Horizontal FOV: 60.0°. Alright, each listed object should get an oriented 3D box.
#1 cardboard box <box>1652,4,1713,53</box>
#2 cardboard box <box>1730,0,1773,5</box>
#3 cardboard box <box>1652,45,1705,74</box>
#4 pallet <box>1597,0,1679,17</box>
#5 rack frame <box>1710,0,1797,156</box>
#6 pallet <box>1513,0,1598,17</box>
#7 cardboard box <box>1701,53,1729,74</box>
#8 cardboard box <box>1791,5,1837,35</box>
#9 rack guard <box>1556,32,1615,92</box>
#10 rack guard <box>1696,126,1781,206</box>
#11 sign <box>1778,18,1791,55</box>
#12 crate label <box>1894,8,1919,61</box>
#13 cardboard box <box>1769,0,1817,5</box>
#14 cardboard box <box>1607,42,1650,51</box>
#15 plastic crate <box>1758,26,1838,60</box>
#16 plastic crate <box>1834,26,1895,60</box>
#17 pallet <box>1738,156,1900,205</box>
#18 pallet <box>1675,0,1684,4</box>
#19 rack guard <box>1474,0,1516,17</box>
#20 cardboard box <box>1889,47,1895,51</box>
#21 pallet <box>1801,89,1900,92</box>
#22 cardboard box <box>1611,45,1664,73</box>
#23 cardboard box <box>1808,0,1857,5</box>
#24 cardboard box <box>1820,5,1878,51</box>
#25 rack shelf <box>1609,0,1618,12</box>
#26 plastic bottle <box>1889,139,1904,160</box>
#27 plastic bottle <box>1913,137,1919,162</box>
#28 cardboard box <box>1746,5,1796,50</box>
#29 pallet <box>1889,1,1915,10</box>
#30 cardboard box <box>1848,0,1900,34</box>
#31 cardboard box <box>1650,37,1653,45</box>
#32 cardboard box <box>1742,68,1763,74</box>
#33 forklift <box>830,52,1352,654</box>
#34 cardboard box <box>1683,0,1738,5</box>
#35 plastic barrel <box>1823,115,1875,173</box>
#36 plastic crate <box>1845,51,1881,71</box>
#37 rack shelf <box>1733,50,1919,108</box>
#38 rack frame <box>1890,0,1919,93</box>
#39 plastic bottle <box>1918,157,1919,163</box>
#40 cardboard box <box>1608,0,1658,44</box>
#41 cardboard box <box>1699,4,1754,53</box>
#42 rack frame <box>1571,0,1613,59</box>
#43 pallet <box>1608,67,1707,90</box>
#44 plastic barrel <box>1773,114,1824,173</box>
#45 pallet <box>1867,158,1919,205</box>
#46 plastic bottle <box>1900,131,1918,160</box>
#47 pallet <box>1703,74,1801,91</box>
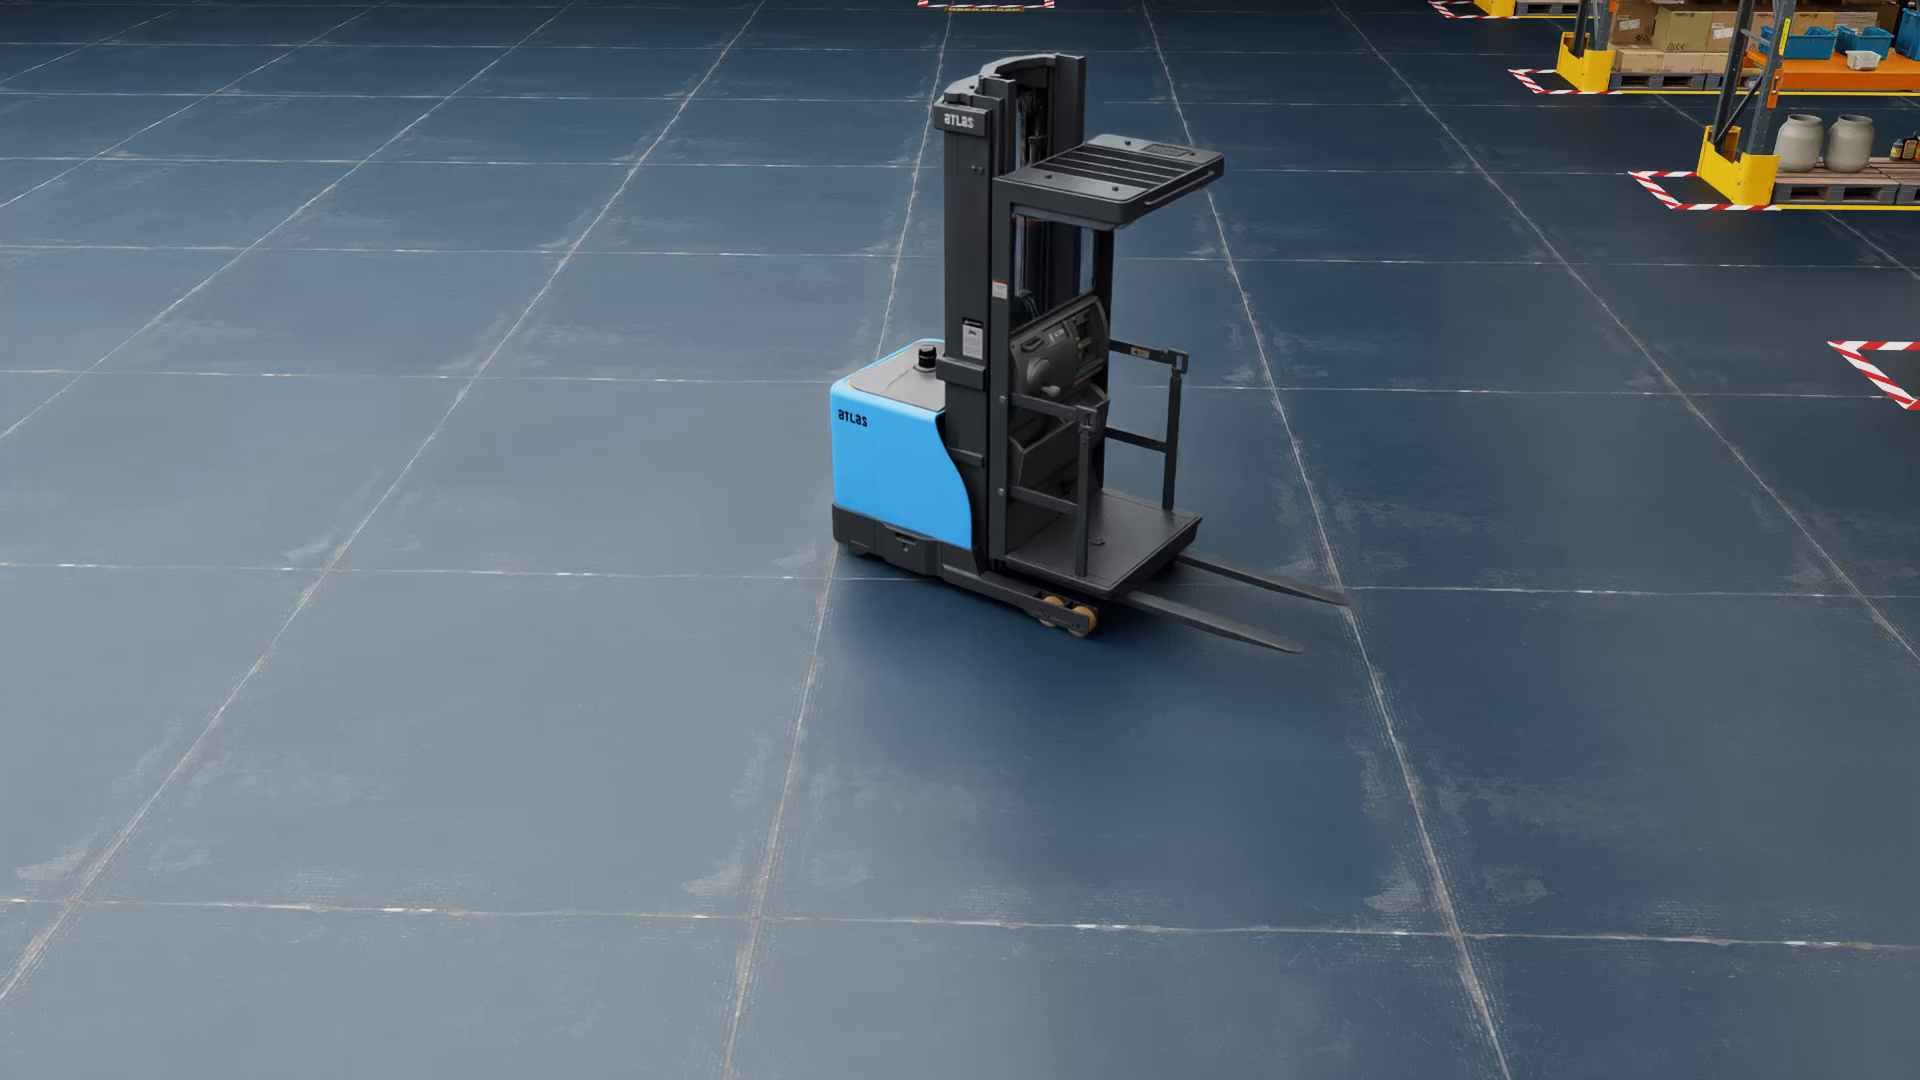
[{"bbox_3d":[9.033,-6.400,20.807,0.500,0.500,0.500,1,28,2],"label":"cardboard box"},{"bbox_3d":[10.051,-6.632,21.245,0.500,0.500,0.500,1,28,2],"label":"cardboard box"},{"bbox_3d":[9.033,-6.069,20.984,0.500,0.250,0.500,1,28,2],"label":"cardboard box"},{"bbox_3d":[10.279,-8.252,25.591,1.213,0.211,1.003,1,28,2],"label":"pallet"},{"bbox_3d":[7.827,-4.900,16.290,0.127,3.000,1.000,1,28,2],"label":"rack frame"},{"bbox_3d":[9.063,-8.273,25.632,1.213,0.211,1.003,1,28,2],"label":"pallet"},{"bbox_3d":[9.533,-6.061,20.968,0.500,0.250,0.500,1,28,2],"label":"cardboard box"},{"bbox_3d":[10.532,-6.379,20.768,0.500,0.500,0.500,1,28,2],"label":"cardboard box"},{"bbox_3d":[7.981,-6.114,21.250,0.348,0.500,1.175,1,28,2],"label":"rack guard"},{"bbox_3d":[7.904,-3.816,16.915,0.348,0.500,1.175,1,28,2],"label":"rack guard"},{"bbox_3d":[7.803,-4.764,15.740,0.005,0.325,0.100,1,28,2],"label":"sign"},{"bbox_3d":[9.676,-5.011,16.463,0.616,0.435,0.502,1,28,2],"label":"crate label"},{"bbox_3d":[10.551,-6.625,21.231,0.500,0.500,0.500,1,28,2],"label":"cardboard box"},{"bbox_3d":[8.552,-6.318,21.453,0.500,0.250,0.500,1,28,2],"label":"cardboard box"},{"bbox_3d":[8.337,-4.966,16.573,0.616,0.251,0.499,1,28,2],"label":"plastic crate"},{"bbox_3d":[8.986,-4.952,16.548,0.408,0.251,0.499,1,28,2],"label":"plastic crate"},{"bbox_3d":[8.716,-3.672,16.952,1.213,0.211,1.003,1,28,2],"label":"pallet"},{"bbox_3d":[11.501,-8.233,25.556,1.213,0.211,1.003,1,28,2],"label":"pallet"},{"bbox_3d":[8.252,-8.431,25.621,0.348,0.500,1.175,1,28,2],"label":"rack guard"},{"bbox_3d":[11.532,-6.028,20.906,0.500,0.250,0.500,1,28,2],"label":"cardboard box"},{"bbox_3d":[11.209,-5.953,21.254,1.213,0.211,1.003,1,28,2],"label":"pallet"},{"bbox_3d":[8.533,-6.076,20.996,0.500,0.250,0.500,1,28,2],"label":"cardboard box"},{"bbox_3d":[11.050,-6.613,21.208,0.500,0.500,0.500,1,28,2],"label":"cardboard box"},{"bbox_3d":[11.032,-6.373,20.756,0.500,0.500,0.500,1,28,2],"label":"cardboard box"},{"bbox_3d":[10.004,-6.867,20.770,4.000,0.370,1.077,1,28,2],"label":"rack shelf"},{"bbox_3d":[9.678,-4.032,17.172,0.097,0.201,0.097,0,28,0],"label":"plastic bottle"},{"bbox_3d":[9.928,-4.048,17.123,0.135,0.276,0.152,1,28,2],"label":"plastic bottle"},{"bbox_3d":[10.032,-6.381,20.771,0.500,0.500,0.500,1,28,2],"label":"cardboard box"},{"bbox_3d":[14.174,-8.208,25.508,1.213,0.211,1.003,1,28,2],"label":"pallet"},{"bbox_3d":[11.550,-6.608,21.200,0.500,0.500,0.500,1,28,2],"label":"cardboard box"},{"bbox_3d":[9.052,-6.315,21.448,0.500,0.250,0.500,1,28,2],"label":"cardboard box"},{"bbox_3d":[10.032,-6.050,20.948,0.500,0.250,0.500,1,28,2],"label":"cardboard box"},{"bbox_3d":[0.726,-1.041,9.085,3.031,2.935,1.130,18,33,30],"label":"forklift"},{"bbox_3d":[9.552,-6.641,21.261,0.500,0.500,0.500,1,28,2],"label":"cardboard box"},{"bbox_3d":[8.988,-4.002,16.806,0.421,0.512,0.421,0,28,0],"label":"plastic barrel"},{"bbox_3d":[8.710,-4.618,16.040,0.250,0.136,0.298,1,28,2],"label":"plastic crate"},{"bbox_3d":[9.825,-4.549,16.396,4.000,0.370,1.077,1,28,2],"label":"rack shelf"},{"bbox_3d":[12.003,-7.152,20.539,0.127,3.000,1.000,1,28,2],"label":"rack frame"},{"bbox_3d":[9.925,-4.002,17.027,0.133,0.283,0.061,1,28,2],"label":"plastic bottle"},{"bbox_3d":[8.552,-6.650,21.280,0.500,0.500,0.500,1,28,2],"label":"cardboard box"},{"bbox_3d":[9.533,-6.397,20.802,0.500,0.500,0.500,1,28,2],"label":"cardboard box"},{"bbox_3d":[8.005,-7.218,20.664,0.127,3.000,1.000,1,28,2],"label":"rack frame"},{"bbox_3d":[8.771,-5.993,21.330,1.213,0.211,1.003,1,28,2],"label":"pallet"},{"bbox_3d":[8.487,-4.011,16.821,0.421,0.512,0.421,0,28,0],"label":"plastic barrel"},{"bbox_3d":[9.932,-3.651,16.912,1.213,0.211,1.003,1,28,2],"label":"pallet"},{"bbox_3d":[9.795,-4.075,17.165,0.133,0.283,0.061,2,28,3],"label":"plastic bottle"},{"bbox_3d":[9.987,-5.972,21.289,1.213,0.211,1.003,1,28,2],"label":"pallet"}]
